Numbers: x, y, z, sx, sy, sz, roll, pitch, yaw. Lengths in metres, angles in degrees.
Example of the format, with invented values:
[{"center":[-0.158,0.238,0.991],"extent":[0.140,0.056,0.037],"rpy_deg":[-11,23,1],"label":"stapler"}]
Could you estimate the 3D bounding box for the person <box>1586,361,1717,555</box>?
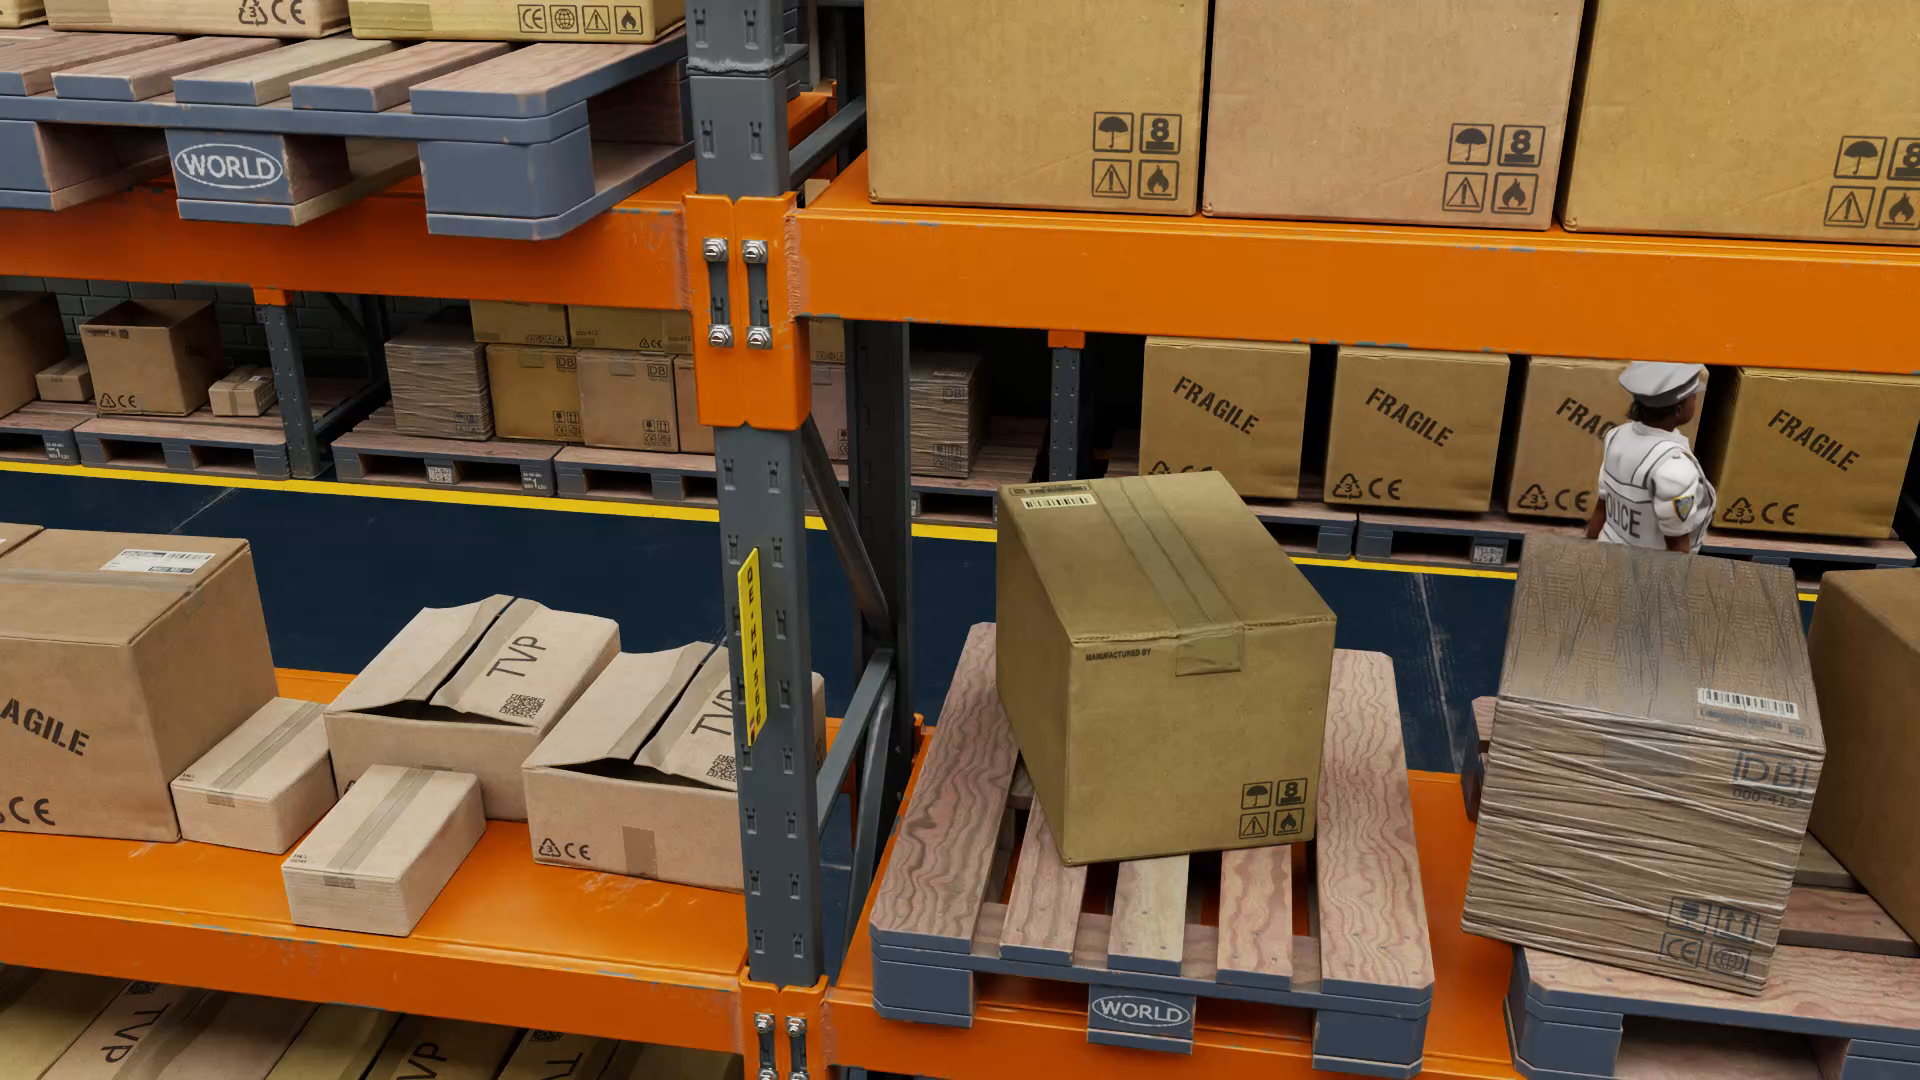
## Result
[{"center":[2.314,0.136,5.752],"extent":[0.835,1.651,0.439],"rpy_deg":[-1,25,-2],"label":"person"}]
